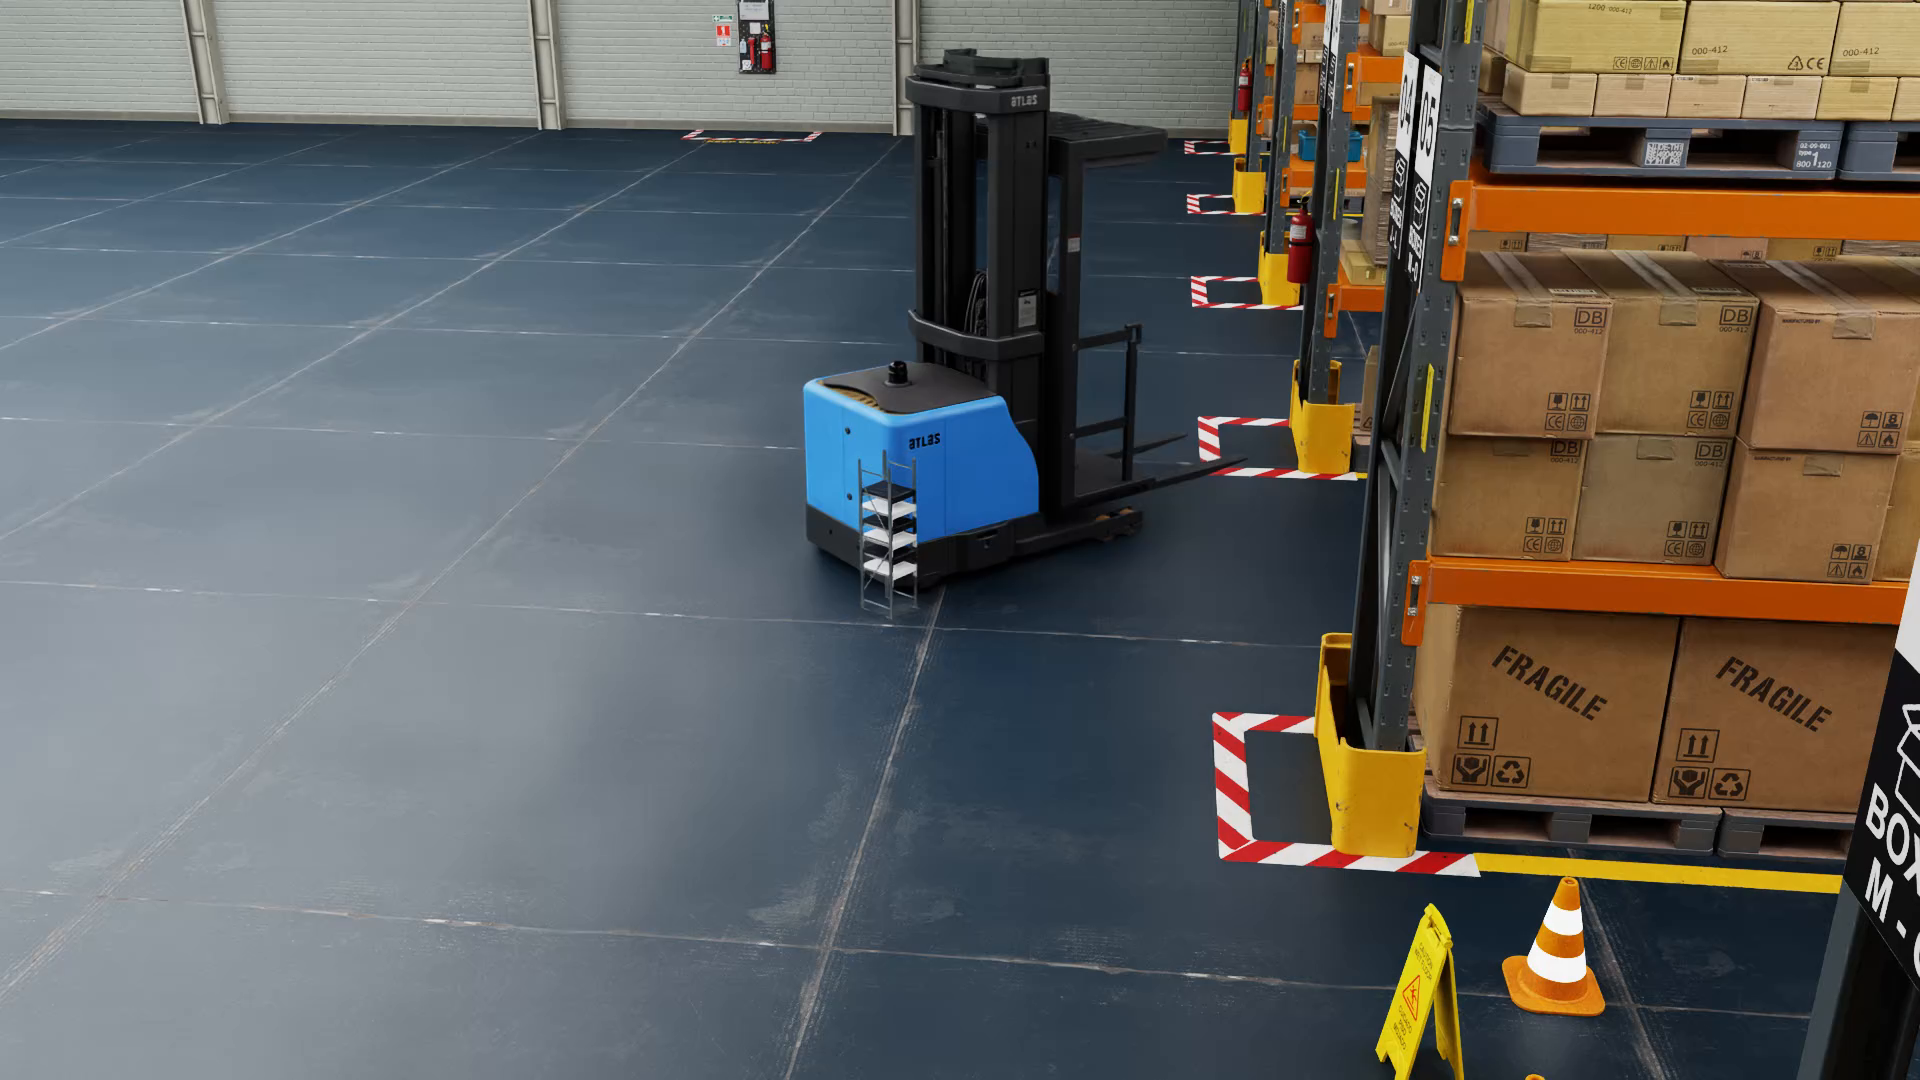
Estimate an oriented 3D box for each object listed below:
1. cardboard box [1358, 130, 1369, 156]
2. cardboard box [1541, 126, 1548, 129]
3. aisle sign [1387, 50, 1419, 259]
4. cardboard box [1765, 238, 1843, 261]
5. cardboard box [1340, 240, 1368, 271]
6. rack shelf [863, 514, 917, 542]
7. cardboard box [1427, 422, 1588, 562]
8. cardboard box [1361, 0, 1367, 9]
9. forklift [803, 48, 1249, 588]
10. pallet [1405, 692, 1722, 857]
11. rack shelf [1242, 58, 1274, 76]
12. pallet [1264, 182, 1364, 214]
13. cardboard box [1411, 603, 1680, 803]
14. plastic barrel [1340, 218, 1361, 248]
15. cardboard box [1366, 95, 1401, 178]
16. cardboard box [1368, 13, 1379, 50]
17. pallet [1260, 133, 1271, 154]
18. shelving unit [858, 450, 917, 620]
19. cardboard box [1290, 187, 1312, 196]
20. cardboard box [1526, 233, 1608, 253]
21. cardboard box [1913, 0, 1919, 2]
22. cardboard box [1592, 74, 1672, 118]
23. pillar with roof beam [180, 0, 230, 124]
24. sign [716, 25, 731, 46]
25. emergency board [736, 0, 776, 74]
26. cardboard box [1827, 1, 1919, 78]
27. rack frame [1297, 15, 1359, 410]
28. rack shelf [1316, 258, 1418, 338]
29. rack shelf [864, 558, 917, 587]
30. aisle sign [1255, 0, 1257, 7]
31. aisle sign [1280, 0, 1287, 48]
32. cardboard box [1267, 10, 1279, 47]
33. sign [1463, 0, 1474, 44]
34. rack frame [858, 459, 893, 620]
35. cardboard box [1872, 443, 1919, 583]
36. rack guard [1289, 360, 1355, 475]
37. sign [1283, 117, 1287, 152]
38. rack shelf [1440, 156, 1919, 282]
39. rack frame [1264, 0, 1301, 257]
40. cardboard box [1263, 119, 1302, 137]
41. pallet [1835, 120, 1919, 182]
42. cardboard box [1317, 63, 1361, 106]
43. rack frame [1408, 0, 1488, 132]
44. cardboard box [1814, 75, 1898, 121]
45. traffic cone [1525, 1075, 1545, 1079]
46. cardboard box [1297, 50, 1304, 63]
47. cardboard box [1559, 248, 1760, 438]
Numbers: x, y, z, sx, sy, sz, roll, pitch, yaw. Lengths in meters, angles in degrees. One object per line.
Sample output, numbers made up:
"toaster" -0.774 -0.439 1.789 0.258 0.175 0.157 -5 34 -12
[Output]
"cardboard box" 5.209 -4.812 20.680 0.500 0.500 0.500 2 22 6
"cardboard box" 3.548 -2.575 10.972 0.500 0.500 0.500 2 22 6
"aisle sign" 1.819 -1.587 6.839 0.004 0.787 0.394 2 22 6
"cardboard box" 5.578 -2.161 11.284 0.500 0.500 0.875 2 22 6
"cardboard box" 2.845 -2.018 11.807 0.250 0.149 0.380 2 22 6
"rack shelf" -0.402 -0.081 9.266 0.258 0.077 0.200 17 27 36
"cardboard box" 2.228 -0.336 7.006 0.550 0.550 0.875 2 22 6
"cardboard box" 2.850 -3.685 11.262 0.250 0.149 0.380 2 22 6
"forklift" 0.542 -1.493 10.230 3.031 2.935 1.130 -15 26 -33
"pallet" 2.657 1.037 7.530 1.213 0.211 1.003 2 22 6
"rack shelf" 6.273 -7.077 25.238 4.000 0.370 1.077 2 22 6
"pallet" 4.472 -4.374 21.217 1.213 0.211 1.003 2 22 6
"cardboard box" 2.535 0.532 7.332 0.875 0.875 0.875 3 22 7
"plastic barrel" 3.783 -2.918 16.554 0.421 0.512 0.421 0 22 0
"cardboard box" 3.113 -2.789 11.513 0.500 0.500 0.500 2 22 6
"cardboard box" 3.047 -3.469 11.260 0.500 0.250 0.500 3 22 8
"pallet" 5.165 -6.150 25.708 1.213 0.211 1.003 2 22 6
"shelving unit" -0.402 -0.028 9.287 0.258 0.900 0.210 17 27 36
"cardboard box" 4.214 -4.501 20.914 0.500 0.250 0.500 2 22 6
"cardboard box" 4.083 -2.208 11.404 0.500 0.500 0.875 2 22 6
"cardboard box" 3.410 -1.970 5.814 0.250 0.149 0.380 2 22 6
"cardboard box" 2.410 -1.643 6.070 0.250 0.149 0.380 3 22 7
"pillar with roof beam" -13.298 -9.780 22.938 0.400 9.000 9.100 2 22 6
"sign" -3.861 -8.242 27.159 0.234 0.329 0.001 2 22 6
"emergency board" -3.324 -8.164 27.009 0.643 1.169 0.194 2 22 6
"cardboard box" 3.308 -1.813 5.959 0.500 0.250 0.500 2 22 6
"rack frame" 2.538 -2.072 11.602 0.127 3.000 1.000 2 22 6
"rack shelf" 4.524 -1.651 11.515 4.000 0.370 1.077 2 22 6
"rack shelf" -0.402 0.170 9.365 0.258 0.077 0.200 17 27 36
"aisle sign" 3.677 -7.008 20.550 0.004 0.787 0.394 2 22 6
"aisle sign" 3.015 -4.986 15.435 0.004 0.787 0.394 2 22 6
"cardboard box" 4.725 -7.656 24.881 0.500 0.500 0.500 3 22 6
"sign" 1.783 -1.902 5.794 0.005 0.325 0.100 2 22 6
"rack frame" -0.467 0.001 9.214 0.240 0.900 0.006 17 27 36
"cardboard box" 3.849 -0.242 6.769 0.500 0.550 0.875 2 22 6
"rack guard" 2.613 -0.907 12.053 0.348 0.500 1.175 2 22 6
"sign" 3.052 -3.809 15.617 0.005 0.325 0.100 2 22 6
"rack shelf" 3.840 -1.240 6.394 4.000 0.370 1.077 2 22 6
"rack frame" 3.121 -3.881 16.176 0.127 3.000 1.000 2 22 6
"cardboard box" 4.963 -6.389 25.579 0.500 0.311 0.500 0 22 0
"pallet" 3.807 -1.539 6.294 1.213 0.211 1.003 2 22 6
"cardboard box" 4.692 -5.690 20.615 0.500 0.500 0.700 3 22 8
"rack frame" 1.854 -3.056 5.929 0.127 3.000 1.000 2 22 6
"cardboard box" 3.159 -1.610 5.987 0.250 0.149 0.380 3 22 6
"traffic cone" 1.743 1.853 5.123 0.334 0.463 0.336 2 22 6
"cardboard box" 4.072 -5.941 20.370 0.250 0.149 0.380 2 22 6
"cardboard box" 2.775 -0.817 6.755 0.550 0.550 0.875 2 22 6
